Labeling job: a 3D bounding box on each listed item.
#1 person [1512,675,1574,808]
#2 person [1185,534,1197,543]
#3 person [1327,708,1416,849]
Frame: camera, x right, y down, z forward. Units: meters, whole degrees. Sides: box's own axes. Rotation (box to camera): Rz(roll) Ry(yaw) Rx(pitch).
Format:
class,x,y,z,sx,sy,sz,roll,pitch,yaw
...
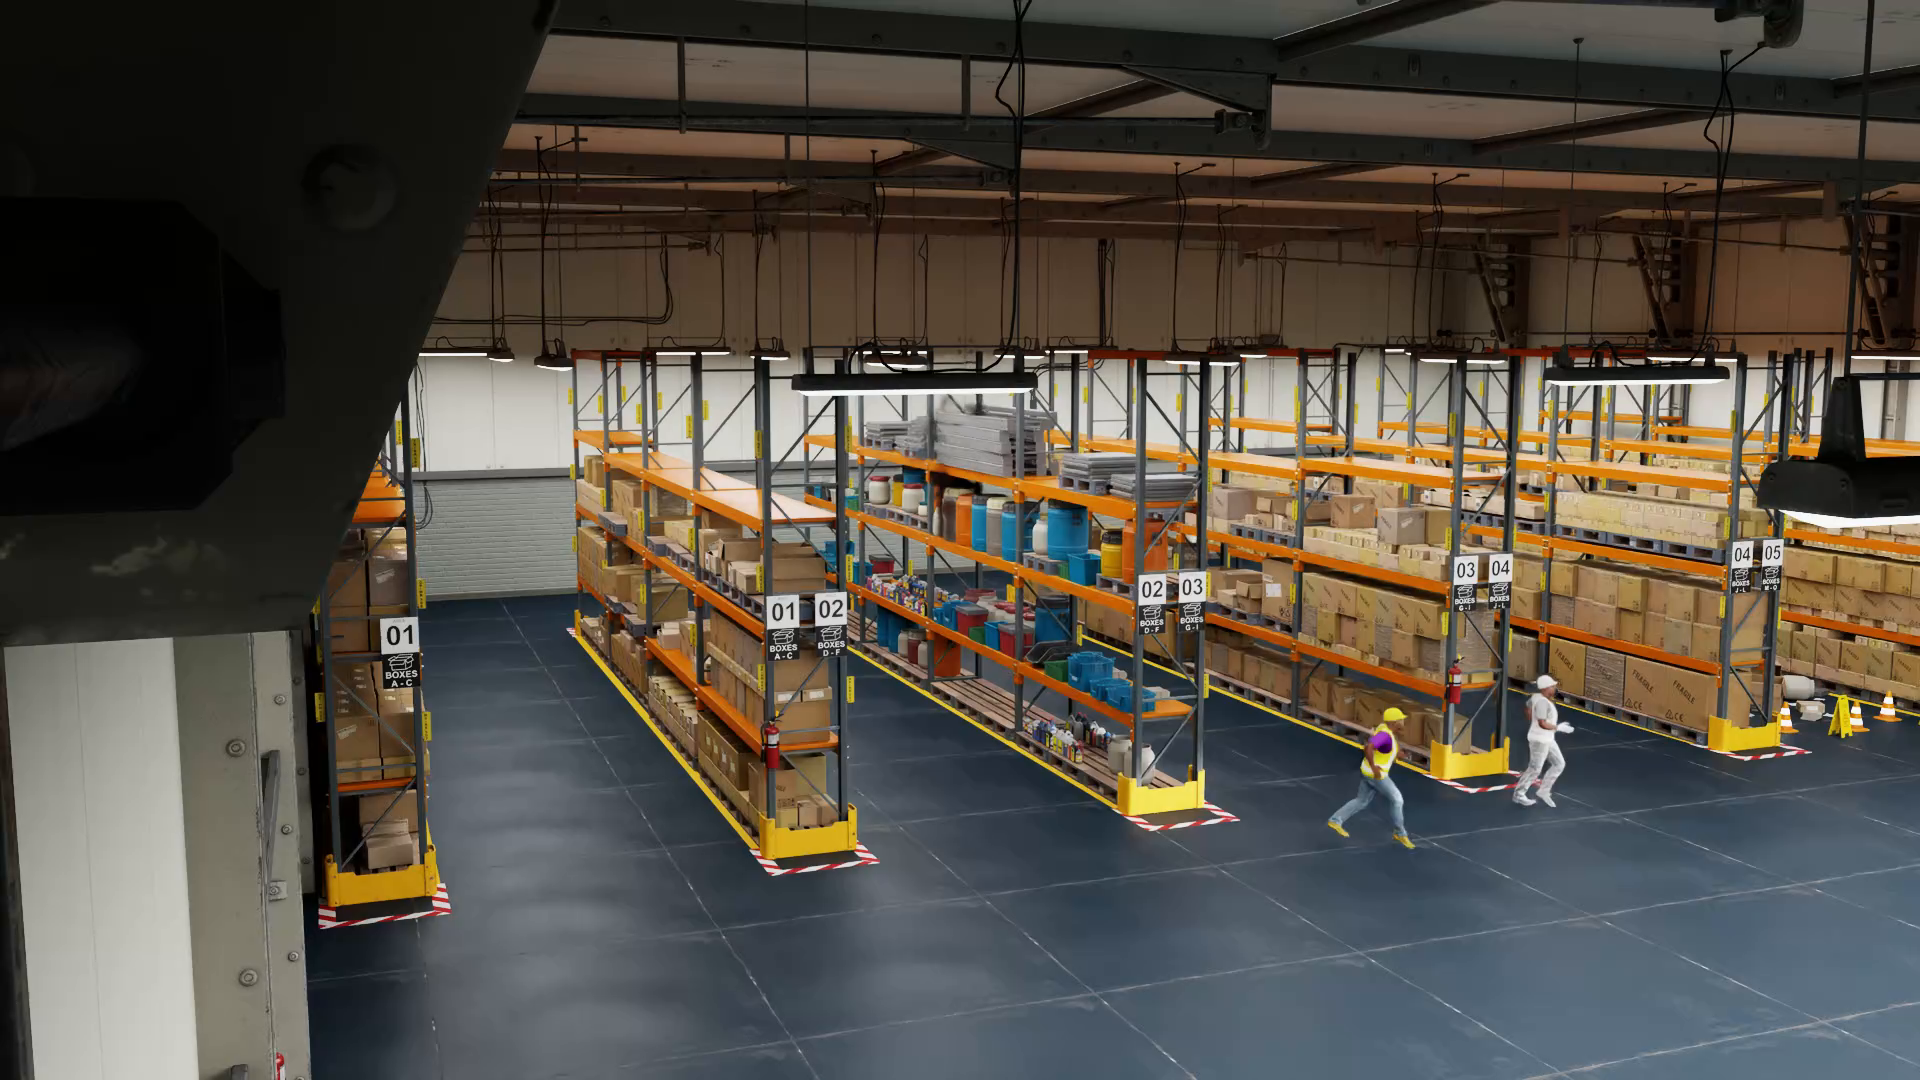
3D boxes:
class,x,y,z,sx,sy,sz,roll,pitch,yaw
person,7.795,2.695,22.159,0.749,1.802,0.701,4,8,26
person,5.793,0.317,41.324,0.769,1.808,0.666,-4,8,-31
person,5.092,2.933,20.526,1.076,1.770,0.699,0,7,2
